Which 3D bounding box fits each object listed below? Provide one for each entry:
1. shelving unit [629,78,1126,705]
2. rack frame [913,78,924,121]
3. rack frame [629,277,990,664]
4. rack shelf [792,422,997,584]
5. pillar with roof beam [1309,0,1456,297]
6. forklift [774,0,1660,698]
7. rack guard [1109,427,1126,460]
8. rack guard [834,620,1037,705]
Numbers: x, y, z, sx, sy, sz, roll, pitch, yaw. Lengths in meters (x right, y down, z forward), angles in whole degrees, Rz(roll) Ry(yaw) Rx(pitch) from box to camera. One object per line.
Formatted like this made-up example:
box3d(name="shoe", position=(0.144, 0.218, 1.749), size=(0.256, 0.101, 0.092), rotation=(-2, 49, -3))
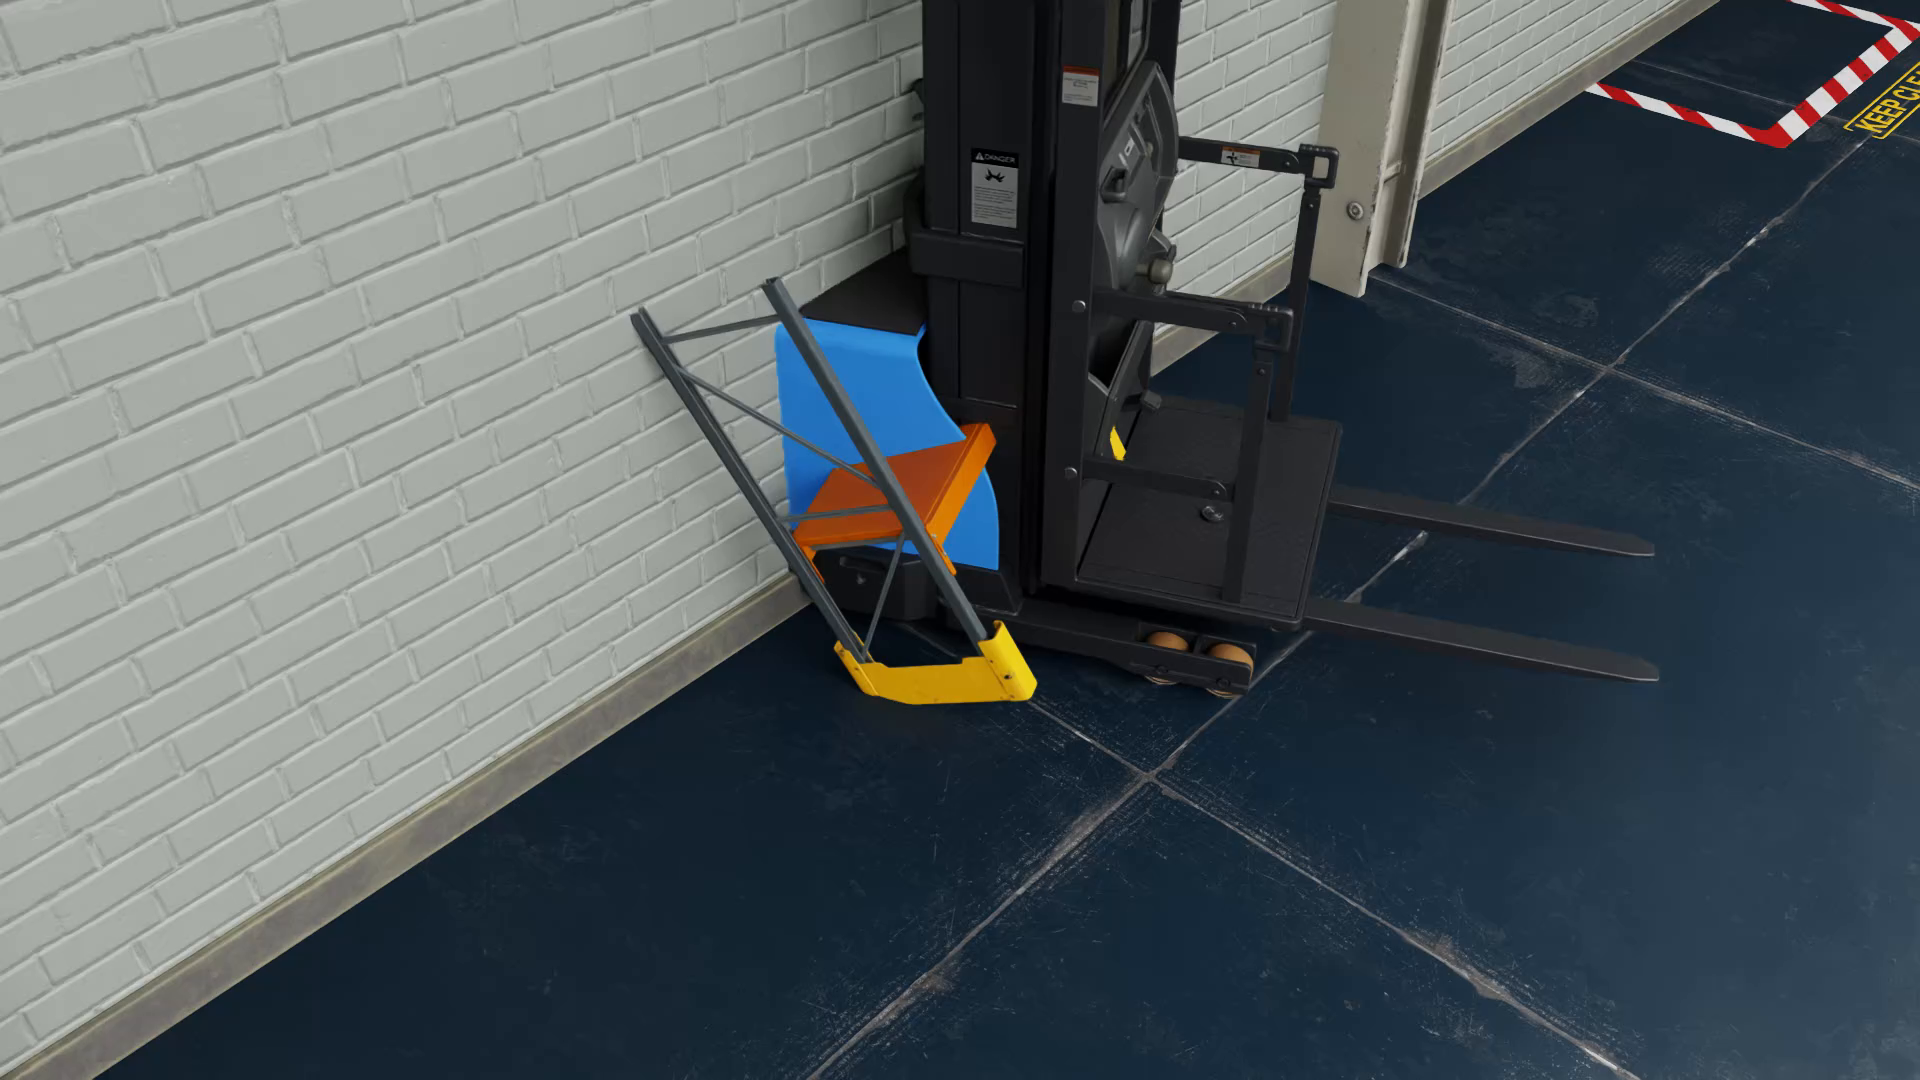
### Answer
box3d(name="shelving unit", position=(-0.166, -0.418, 4.991), size=(0.587, 1.500, 1.083), rotation=(-6, 39, 33))
box3d(name="rack frame", position=(0.010, -0.753, 5.317), size=(0.500, 1.500, 0.032), rotation=(-6, 39, 33))
box3d(name="rack frame", position=(-0.348, -0.071, 4.654), size=(0.500, 1.500, 0.032), rotation=(-6, 39, 33))
box3d(name="rack shelf", position=(-0.093, -0.280, 5.081), size=(0.538, 0.185, 1.000), rotation=(-6, 39, 33))
box3d(name="pillar with roof beam", position=(4.882, -2.895, 2.160), size=(9.100, 9.000, 0.400), rotation=(30, 47, 32))
box3d(name="forklift", position=(0.697, -1.032, 4.692), size=(3.031, 2.935, 1.130), rotation=(11, 40, 13))
box3d(name="rack guard", position=(0.273, -0.292, 5.647), size=(0.587, 0.250, 0.087), rotation=(-6, 39, 33))
box3d(name="rack guard", position=(-0.078, 0.376, 4.998), size=(0.587, 0.250, 0.087), rotation=(-6, 39, 33))
